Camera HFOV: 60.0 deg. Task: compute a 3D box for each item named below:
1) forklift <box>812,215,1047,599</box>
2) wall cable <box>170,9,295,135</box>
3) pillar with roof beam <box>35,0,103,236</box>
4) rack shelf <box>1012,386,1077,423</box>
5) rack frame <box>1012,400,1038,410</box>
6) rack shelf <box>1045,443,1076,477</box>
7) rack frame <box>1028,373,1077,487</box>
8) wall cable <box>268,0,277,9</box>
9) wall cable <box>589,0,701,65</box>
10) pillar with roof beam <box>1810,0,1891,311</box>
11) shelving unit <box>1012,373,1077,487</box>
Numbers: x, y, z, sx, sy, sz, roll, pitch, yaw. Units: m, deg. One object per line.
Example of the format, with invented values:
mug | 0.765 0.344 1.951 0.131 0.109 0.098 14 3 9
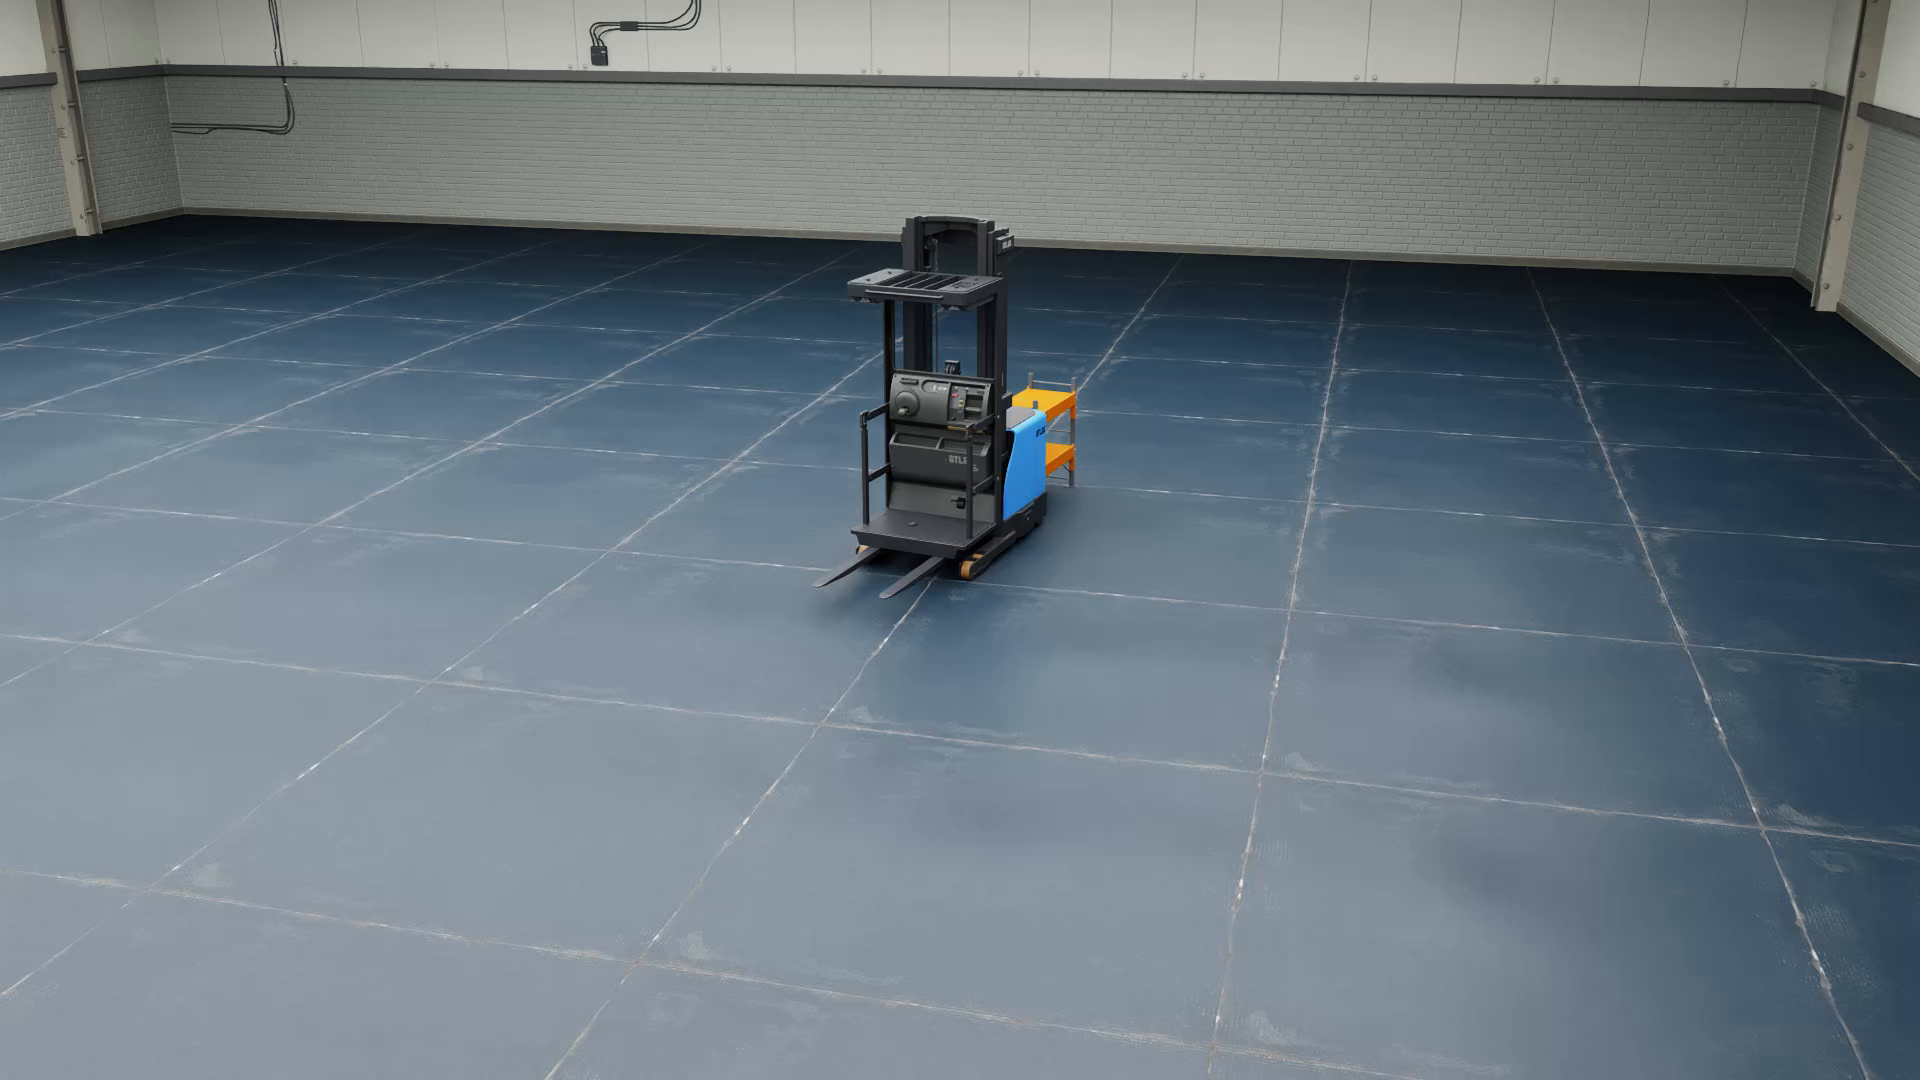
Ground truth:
forklift | -0.259 -1.204 14.179 1.130 2.935 3.031 8 21 23
wall cable | -15.230 -9.659 34.347 3.097 2.526 0.112 5 19 13
pillar with roof beam | -13.058 -9.969 30.452 9.100 9.000 0.400 5 19 13
rack shelf | 0.705 -1.226 16.131 0.538 0.278 1.000 8 21 23
rack frame | 0.495 -0.799 15.787 0.500 1.125 0.032 8 21 23
rack shelf | 0.705 -0.718 16.304 0.538 0.278 1.000 8 21 23
rack frame | 0.916 -1.099 16.663 0.500 1.125 0.032 8 21 23
wall cable | -12.607 -11.835 32.905 3.097 2.526 0.112 5 19 13
wall cable | -6.028 -11.983 31.086 2.305 6.003 0.169 5 19 13
pillar with roof beam | 9.139 -8.161 25.160 9.100 9.000 0.400 5 19 13
shelving unit | 0.705 -0.949 16.225 0.538 1.125 1.048 8 21 23
